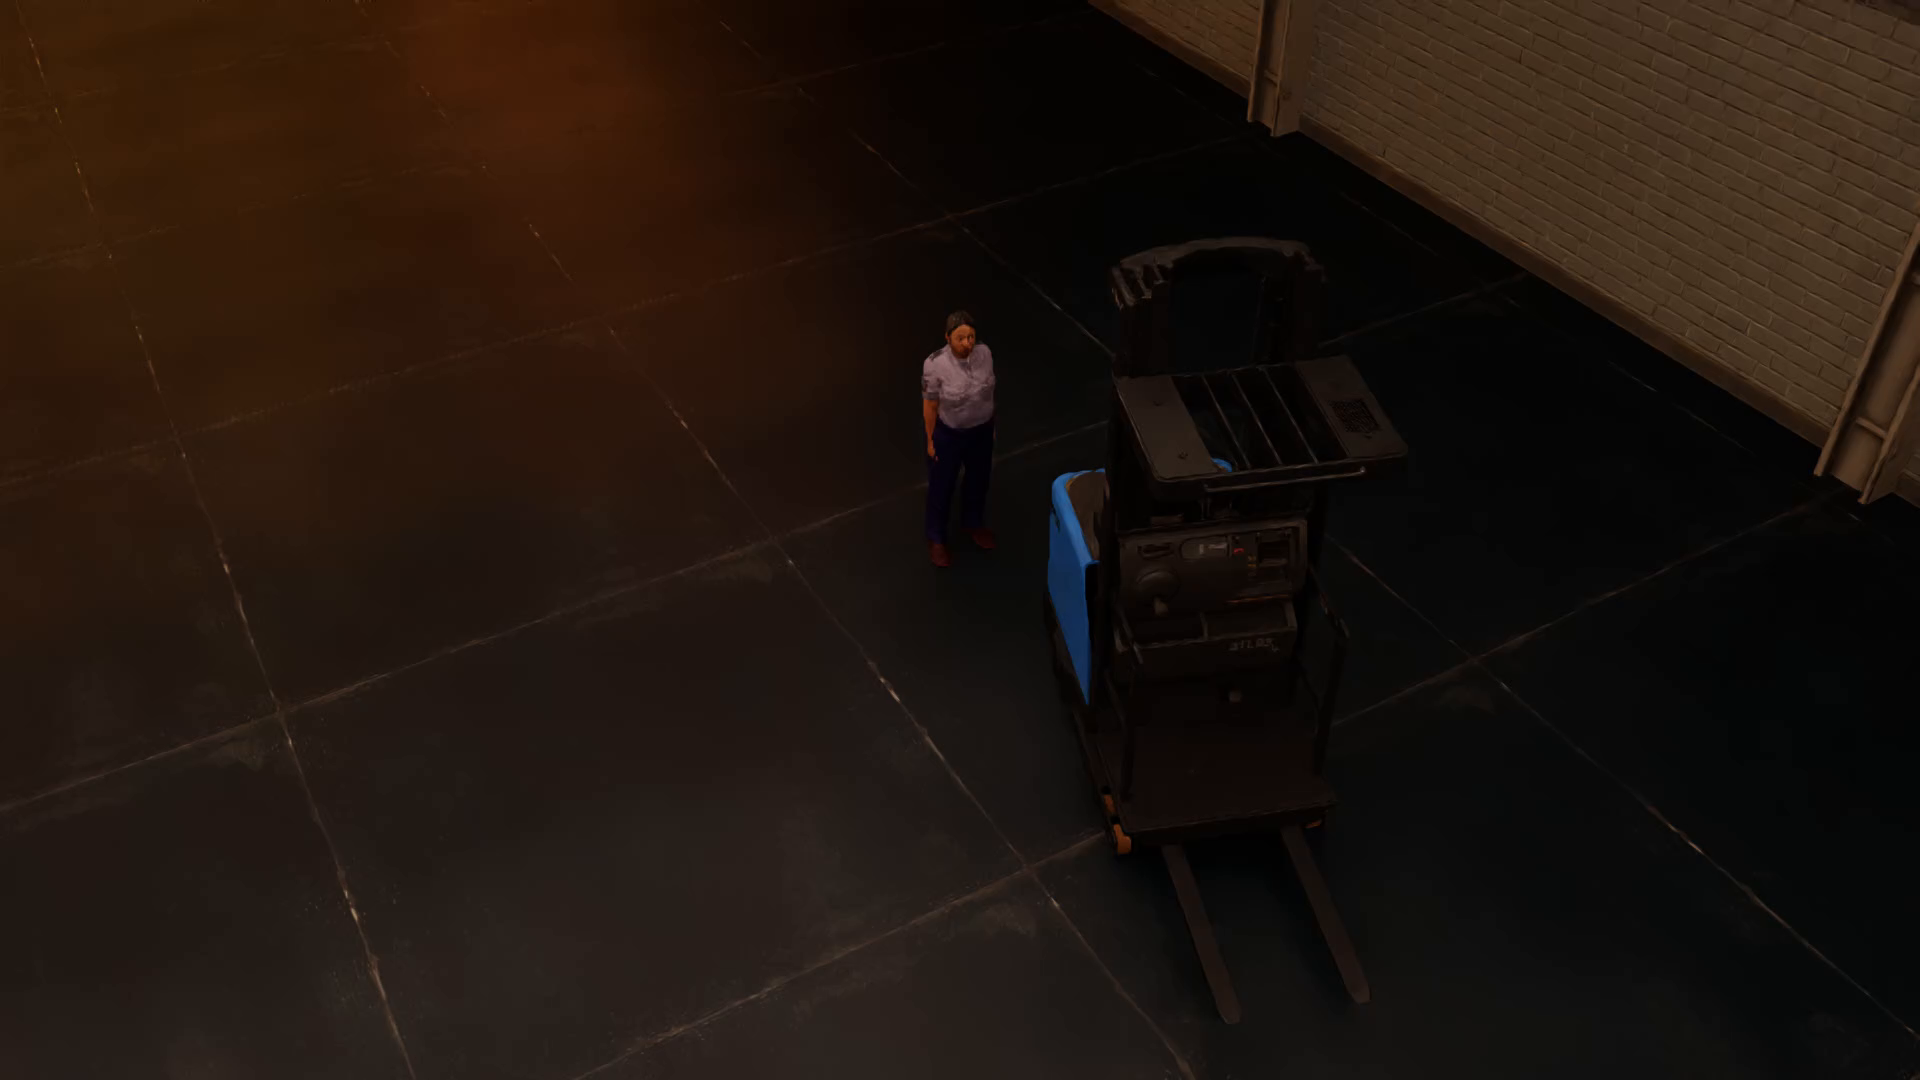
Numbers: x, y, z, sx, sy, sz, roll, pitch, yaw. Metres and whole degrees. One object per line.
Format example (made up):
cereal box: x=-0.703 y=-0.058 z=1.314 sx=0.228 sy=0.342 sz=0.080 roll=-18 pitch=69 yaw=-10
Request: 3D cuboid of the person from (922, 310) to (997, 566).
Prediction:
person: x=0.001 y=-0.622 z=9.794 sx=0.480 sy=1.653 sz=0.349 roll=-20 pitch=44 yaw=-23

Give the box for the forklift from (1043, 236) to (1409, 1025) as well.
forklift: x=1.251 y=0.207 z=7.786 sx=1.130 sy=2.935 sz=3.031 roll=-7 pitch=40 yaw=-8
